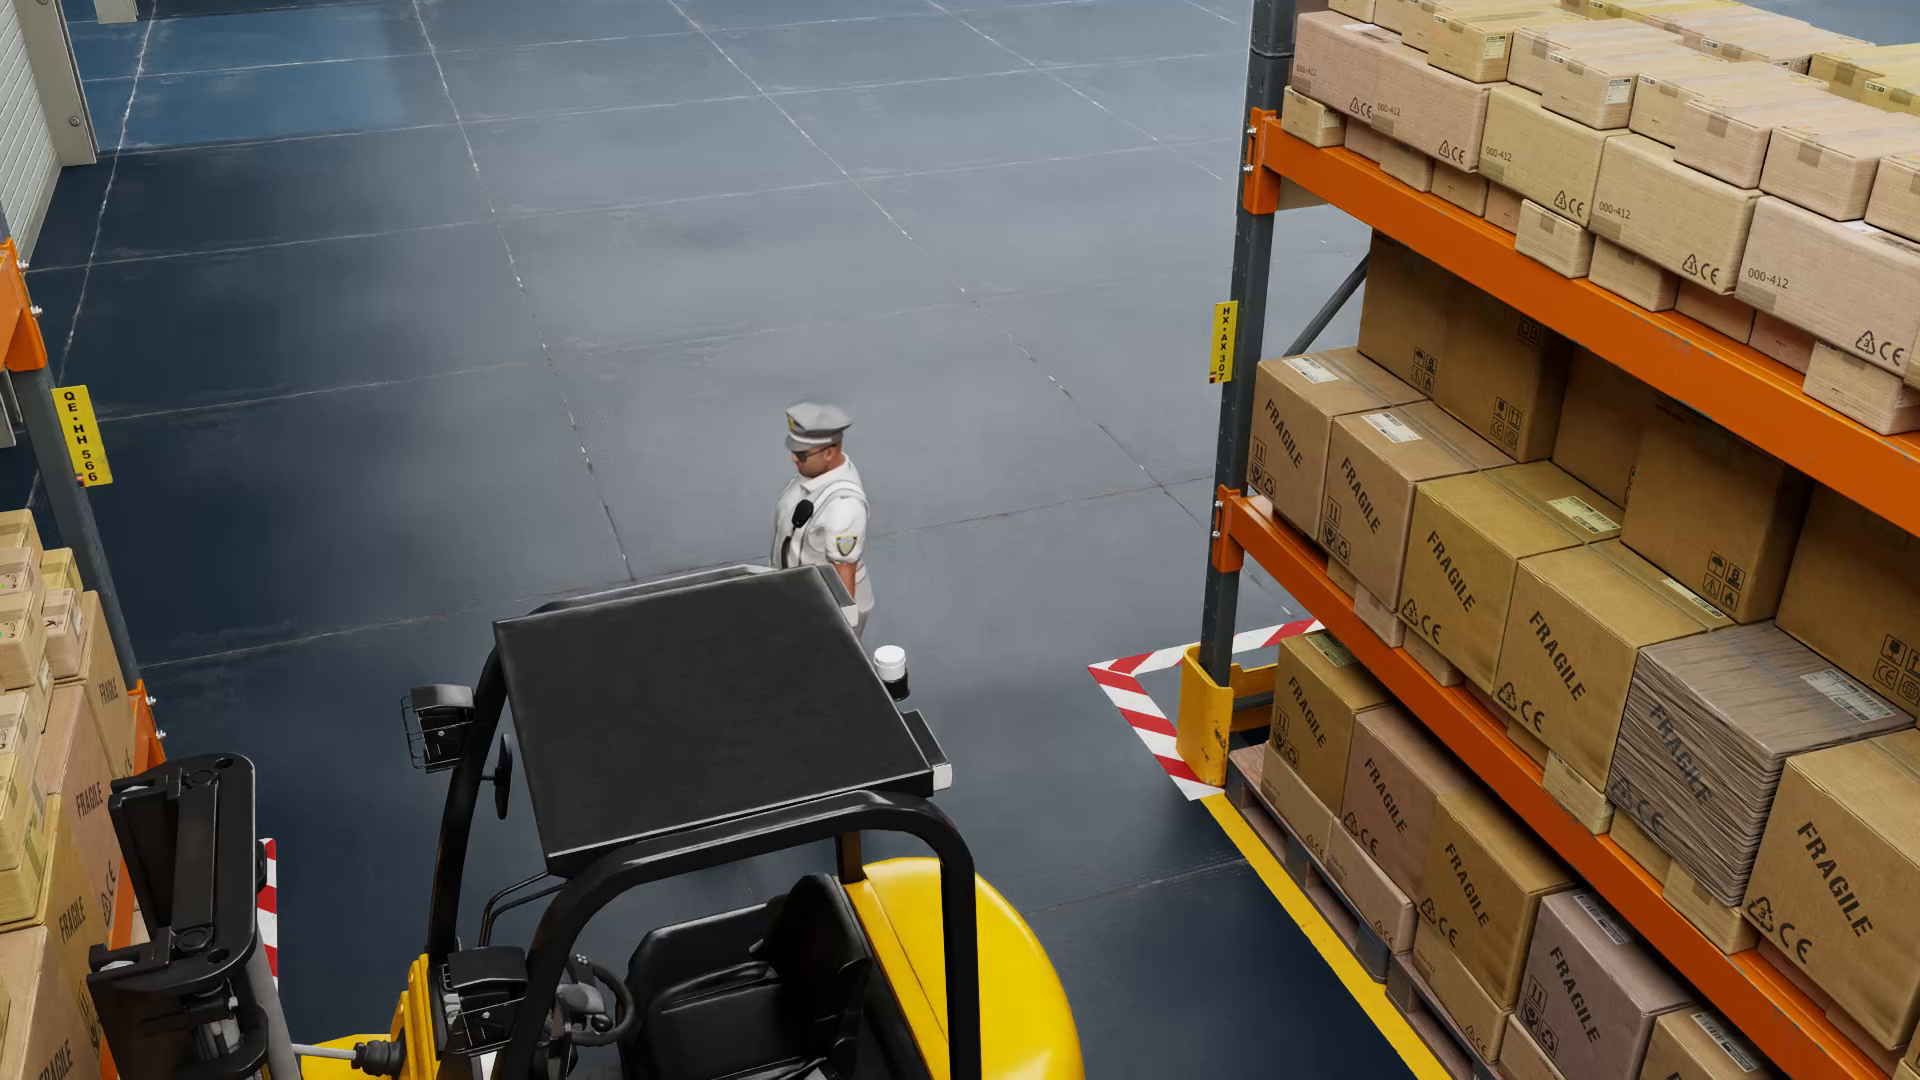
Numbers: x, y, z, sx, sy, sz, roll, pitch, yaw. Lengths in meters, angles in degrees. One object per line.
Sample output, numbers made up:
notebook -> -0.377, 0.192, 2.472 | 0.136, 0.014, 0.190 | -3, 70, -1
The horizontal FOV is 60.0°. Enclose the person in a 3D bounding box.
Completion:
person -> -0.553, 0.264, 6.670 | 0.393, 1.742, 0.528 | -10, 31, -17
